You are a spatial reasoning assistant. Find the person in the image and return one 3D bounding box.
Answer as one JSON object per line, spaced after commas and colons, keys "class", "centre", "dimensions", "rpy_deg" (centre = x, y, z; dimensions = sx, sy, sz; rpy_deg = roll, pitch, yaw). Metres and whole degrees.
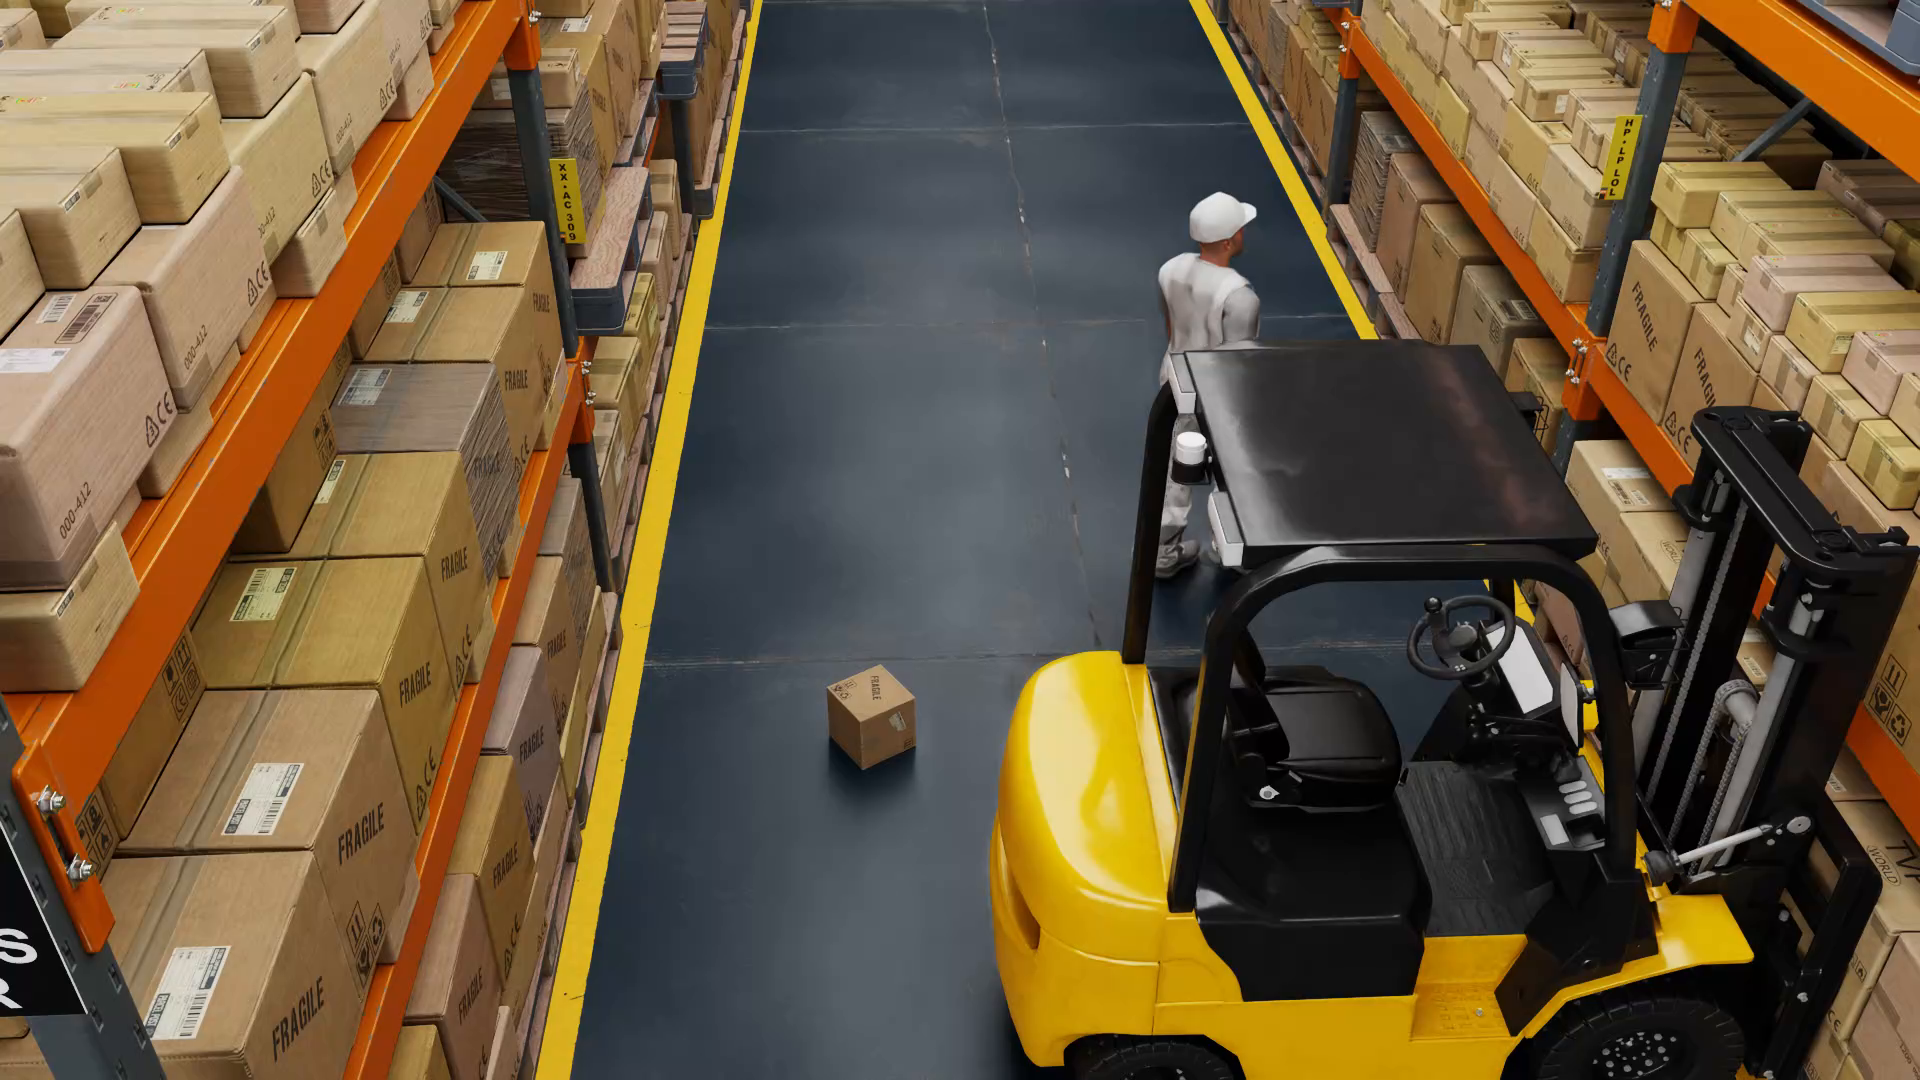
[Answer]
{"class": "person", "centre": [1.059, -0.608, 6.995], "dimensions": [0.469, 1.842, 0.542], "rpy_deg": [-27, 43, -33]}
